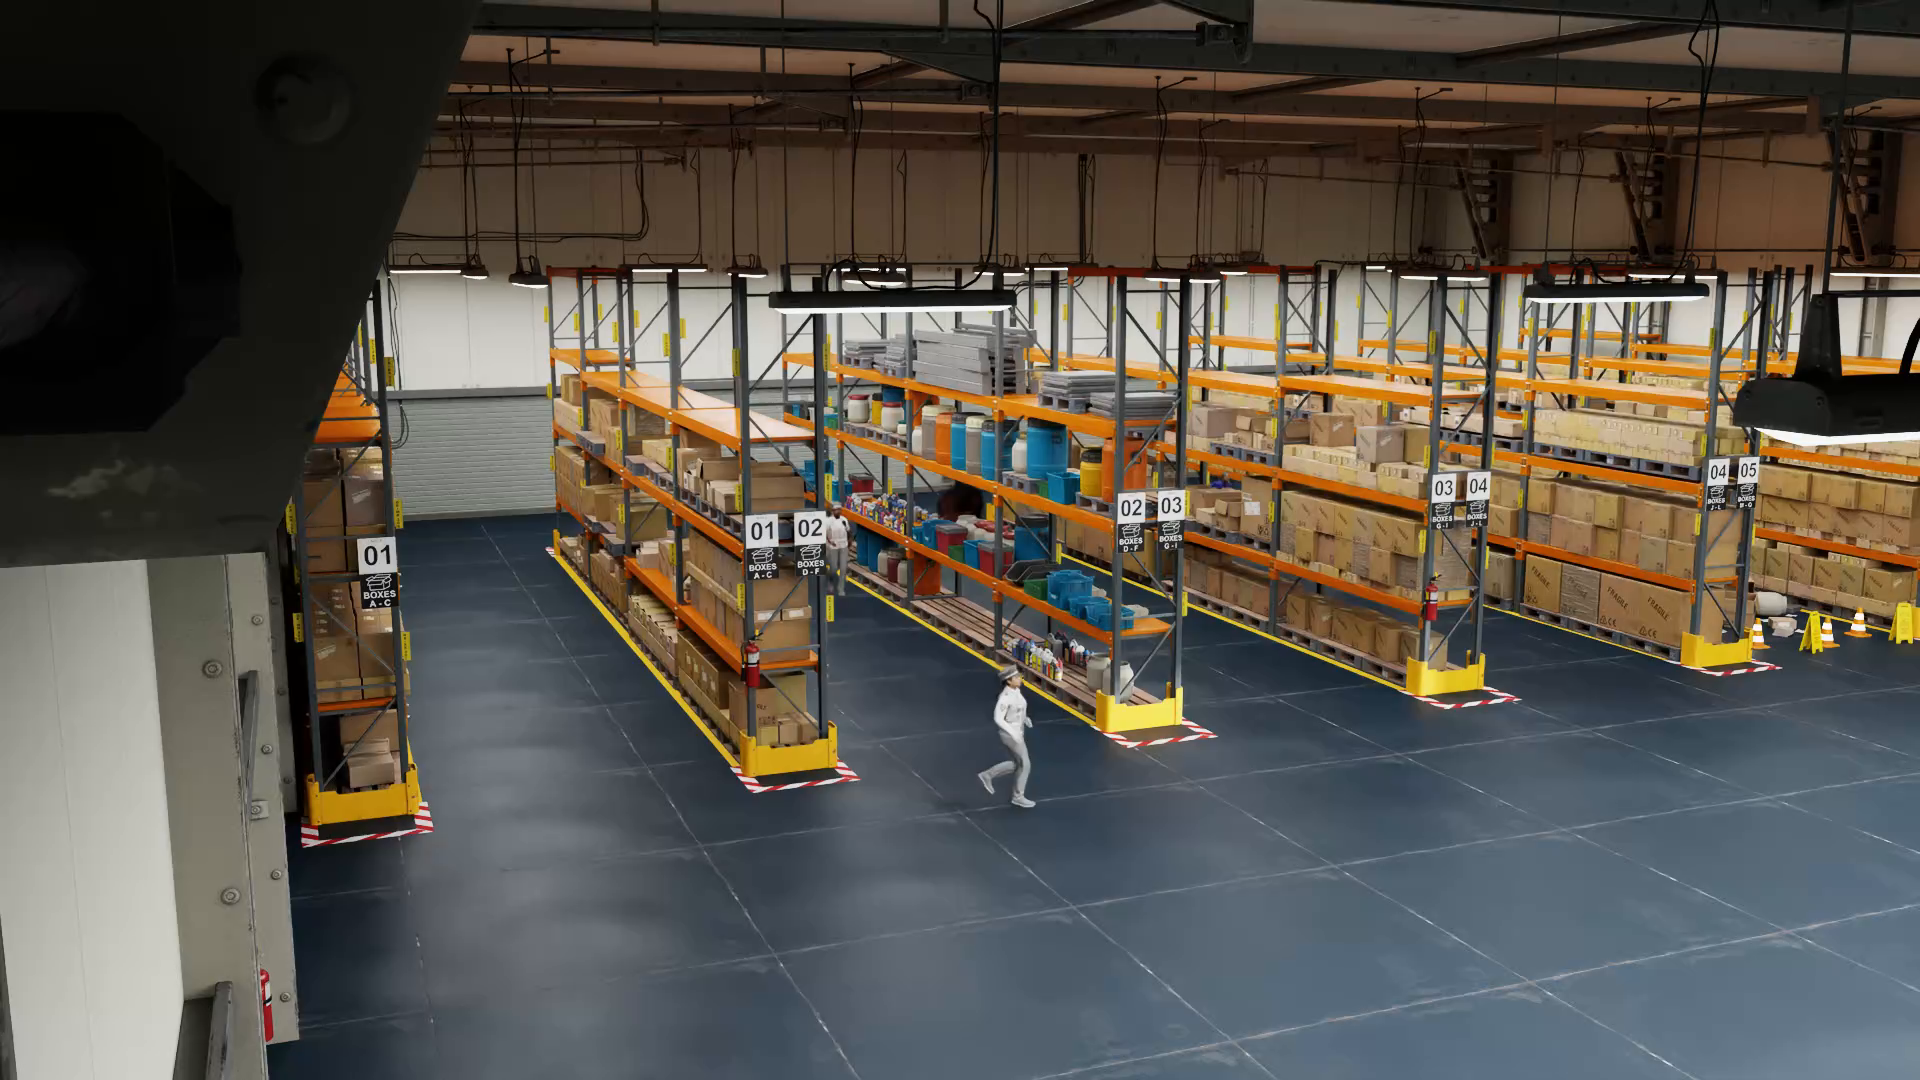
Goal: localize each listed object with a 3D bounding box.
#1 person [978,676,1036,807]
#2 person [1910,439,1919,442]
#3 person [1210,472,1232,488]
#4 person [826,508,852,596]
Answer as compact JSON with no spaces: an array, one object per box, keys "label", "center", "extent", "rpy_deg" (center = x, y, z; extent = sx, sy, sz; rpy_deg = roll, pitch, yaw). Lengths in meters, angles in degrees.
[{"label":"person","center":[0.541,2.264,19.097],"extent":[0.670,1.627,0.613],"rpy_deg":[2,10,9]},{"label":"person","center":[14.924,-1.107,32.946],"extent":[2.244,3.212,10.997],"rpy_deg":[-4,11,-20]},{"label":"person","center":[5.671,-0.726,36.359],"extent":[0.563,1.585,0.692],"rpy_deg":[-6,12,-32]},{"label":"person","center":[-2.157,0.159,29.387],"extent":[0.578,1.620,0.599],"rpy_deg":[-4,11,-21]}]
